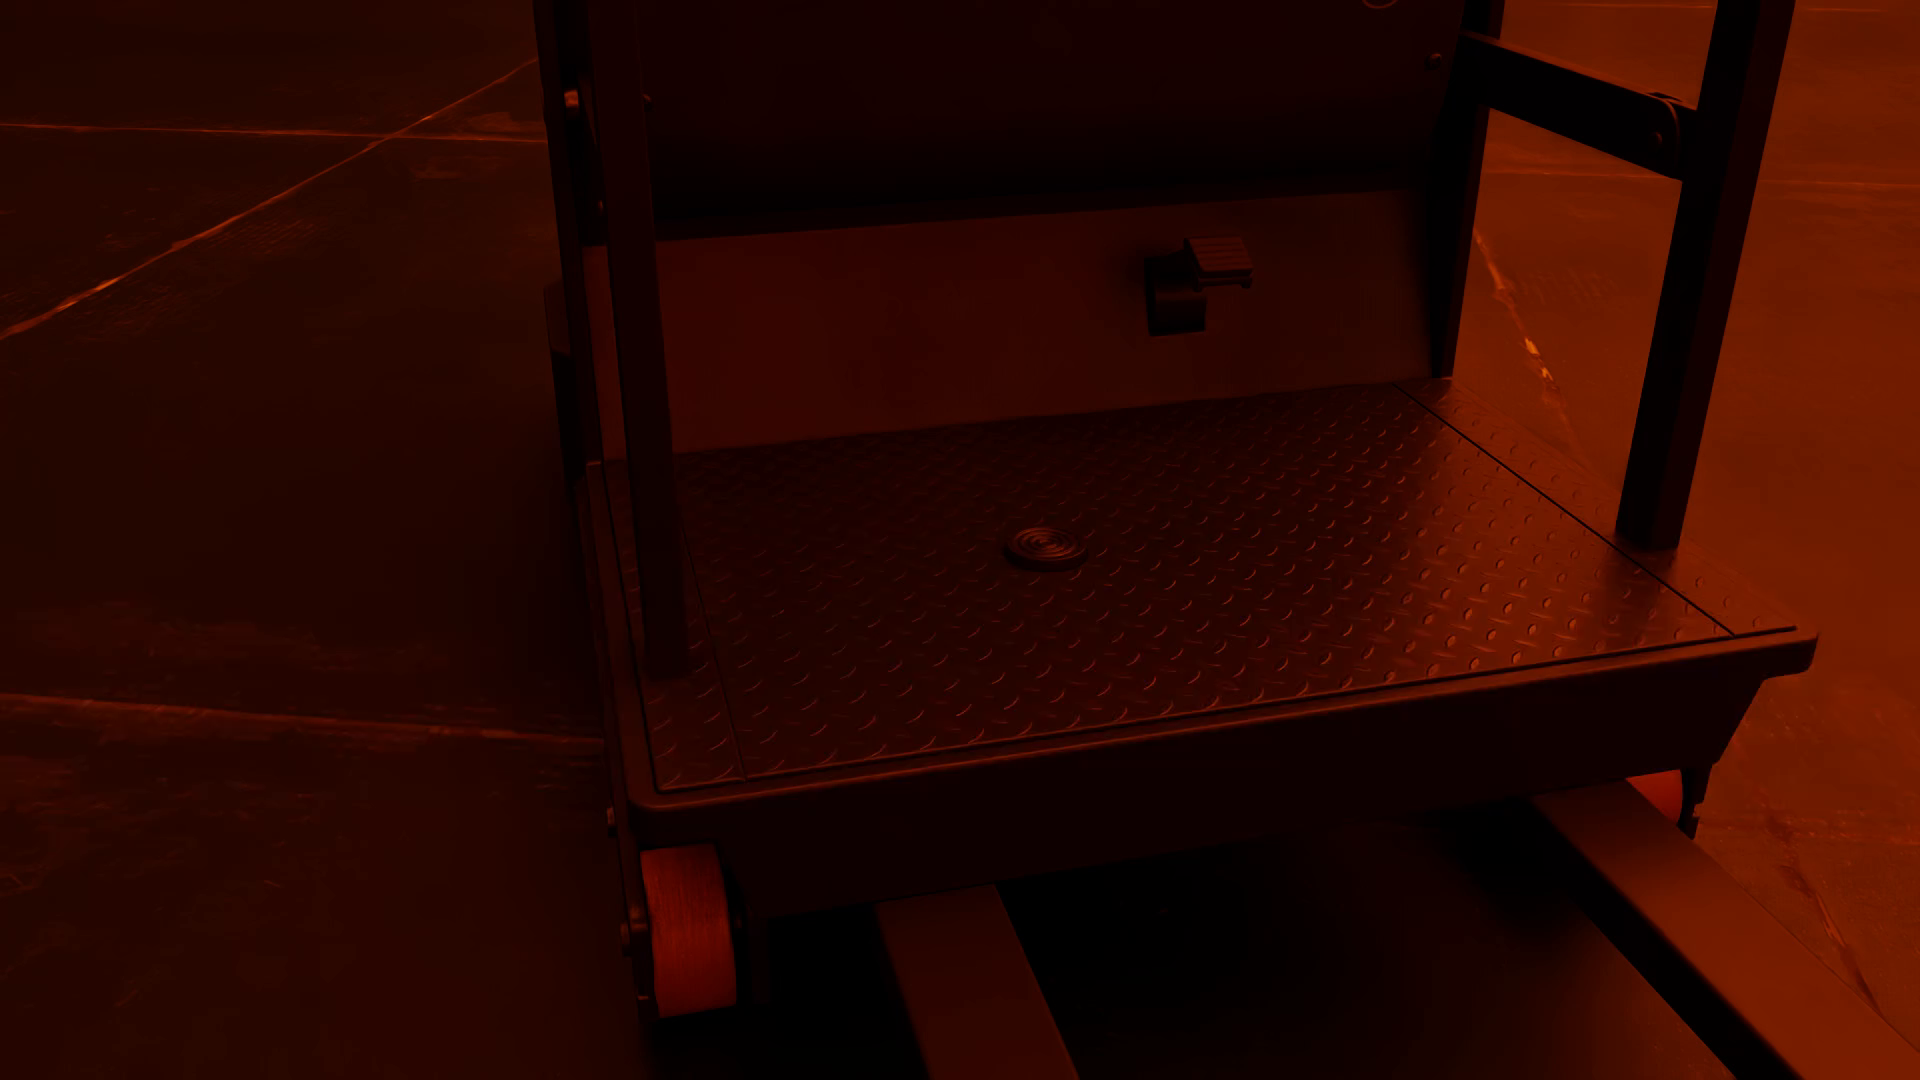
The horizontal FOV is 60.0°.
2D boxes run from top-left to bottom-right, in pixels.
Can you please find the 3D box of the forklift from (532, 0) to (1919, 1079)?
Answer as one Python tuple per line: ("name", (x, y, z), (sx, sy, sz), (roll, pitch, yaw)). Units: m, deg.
("forklift", (0.153, -1.049, 1.319), (1.130, 2.935, 3.031), (-7, 27, -13))
